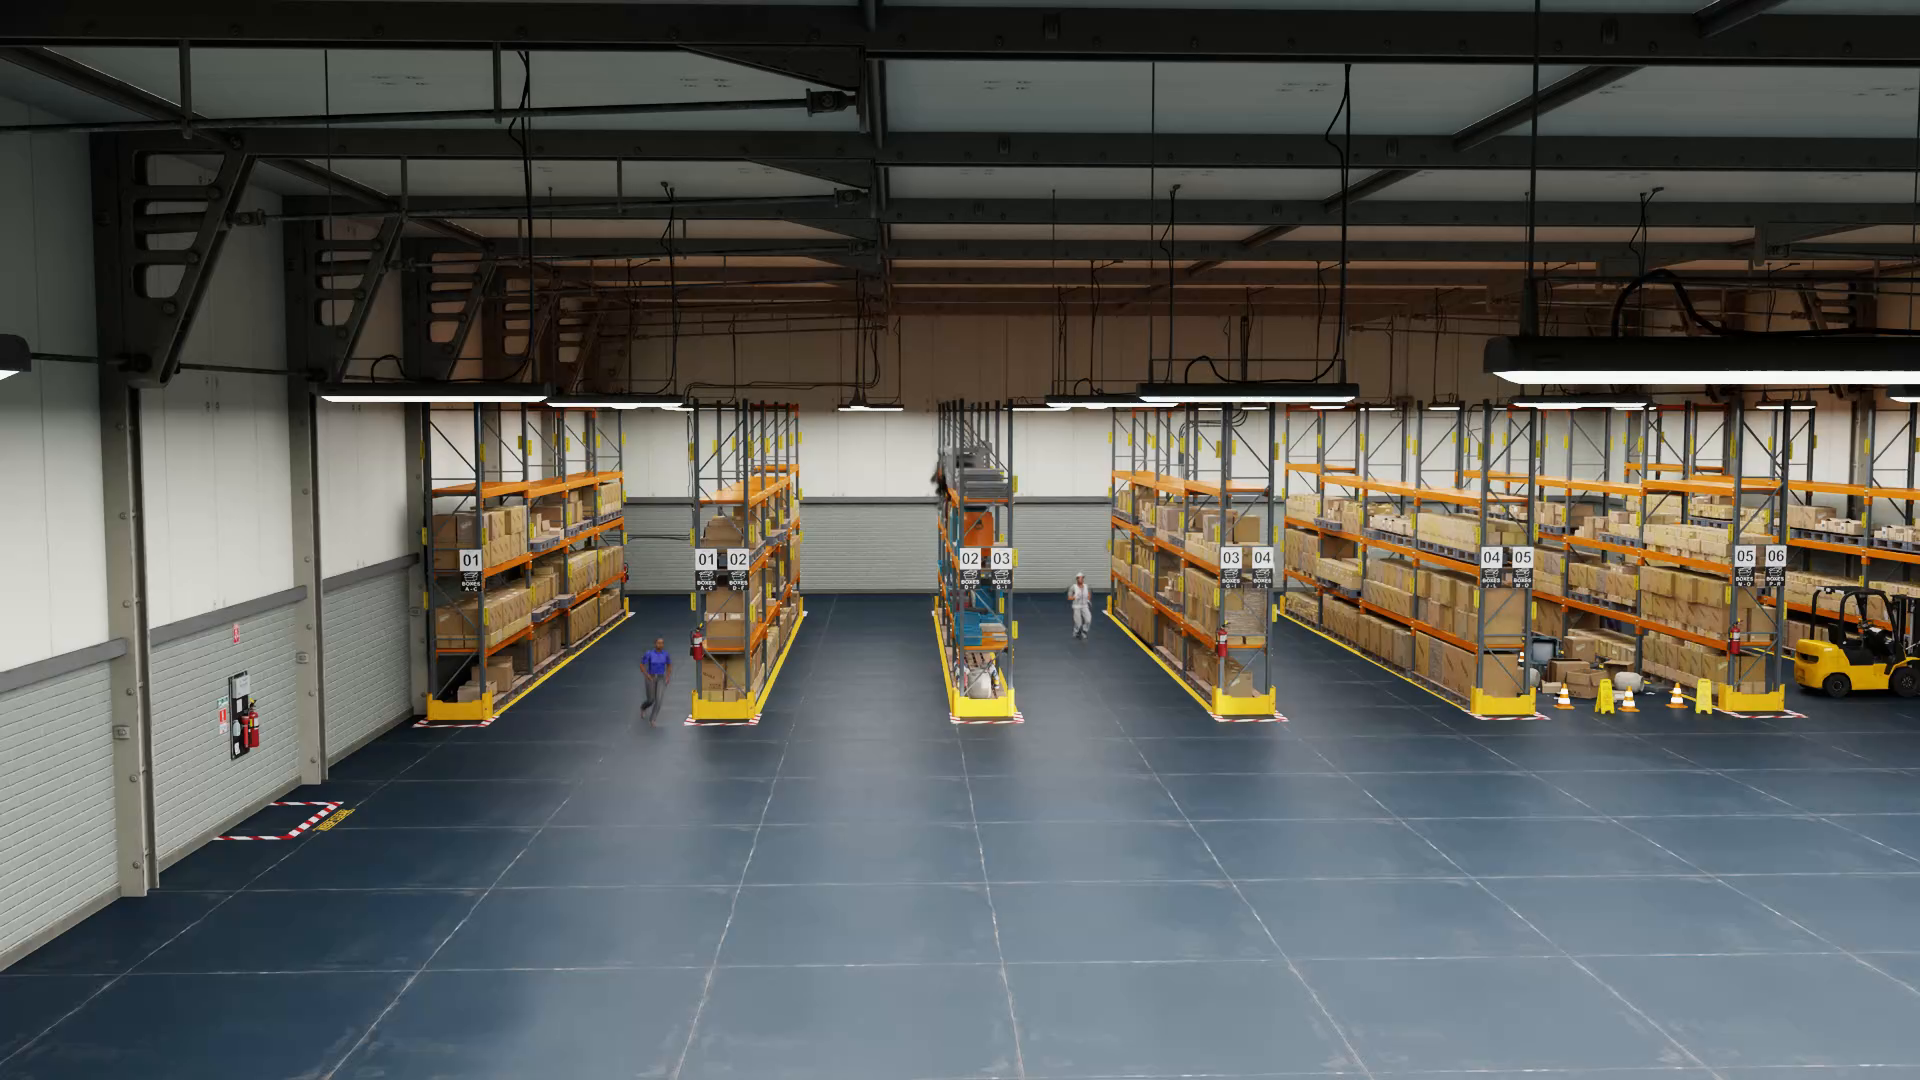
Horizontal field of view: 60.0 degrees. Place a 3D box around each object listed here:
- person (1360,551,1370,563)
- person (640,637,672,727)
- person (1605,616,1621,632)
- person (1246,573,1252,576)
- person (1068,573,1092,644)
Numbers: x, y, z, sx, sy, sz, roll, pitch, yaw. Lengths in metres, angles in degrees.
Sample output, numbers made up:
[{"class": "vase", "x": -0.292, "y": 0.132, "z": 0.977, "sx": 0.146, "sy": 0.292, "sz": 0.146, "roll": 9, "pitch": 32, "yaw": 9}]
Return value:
[{"class": "person", "x": 11.887, "y": 1.154, "z": 48.972, "sx": 0.769, "sy": 1.739, "sz": 0.683, "roll": 0, "pitch": 4, "yaw": 0}, {"class": "person", "x": -5.615, "y": 2.602, "z": 30.748, "sx": 0.606, "sy": 1.625, "sz": 0.658, "roll": -2, "pitch": 5, "yaw": -29}, {"class": "person", "x": 17.116, "y": 1.606, "z": 43.633, "sx": 0.626, "sy": 1.644, "sz": 0.637, "roll": -1, "pitch": 4, "yaw": -8}, {"class": "person", "x": 8.420, "y": 1.241, "z": 48.680, "sx": 0.519, "sy": 1.607, "sz": 0.677, "roll": -1, "pitch": 5, "yaw": -17}, {"class": "person", "x": 2.917, "y": 1.646, "z": 40.150, "sx": 0.632, "sy": 1.714, "sz": 0.706, "roll": -1, "pitch": 4, "yaw": -10}]
